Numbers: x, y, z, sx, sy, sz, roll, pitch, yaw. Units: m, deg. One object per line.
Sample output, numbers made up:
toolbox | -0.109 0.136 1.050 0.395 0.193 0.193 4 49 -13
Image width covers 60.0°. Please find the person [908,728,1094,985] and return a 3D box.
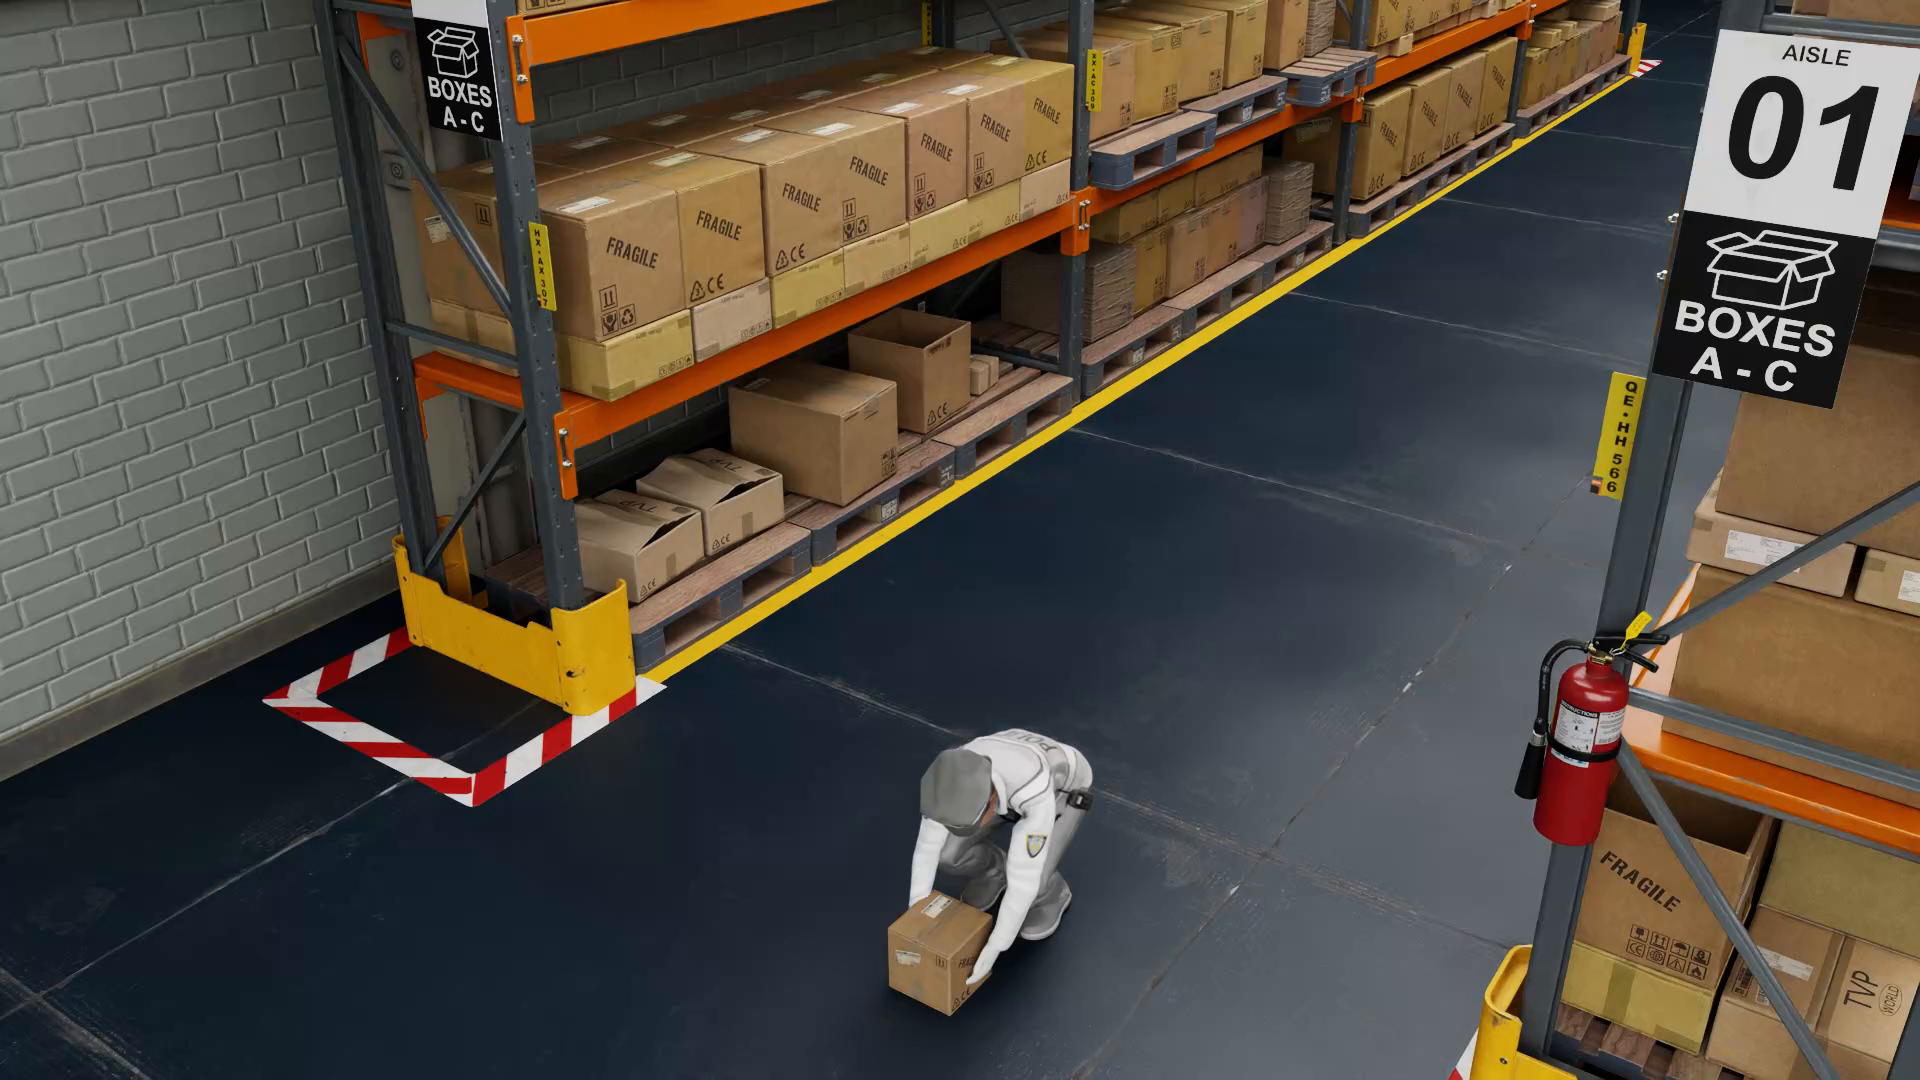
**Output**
person | 0.139 0.961 5.590 0.486 0.898 0.856 17 32 30
